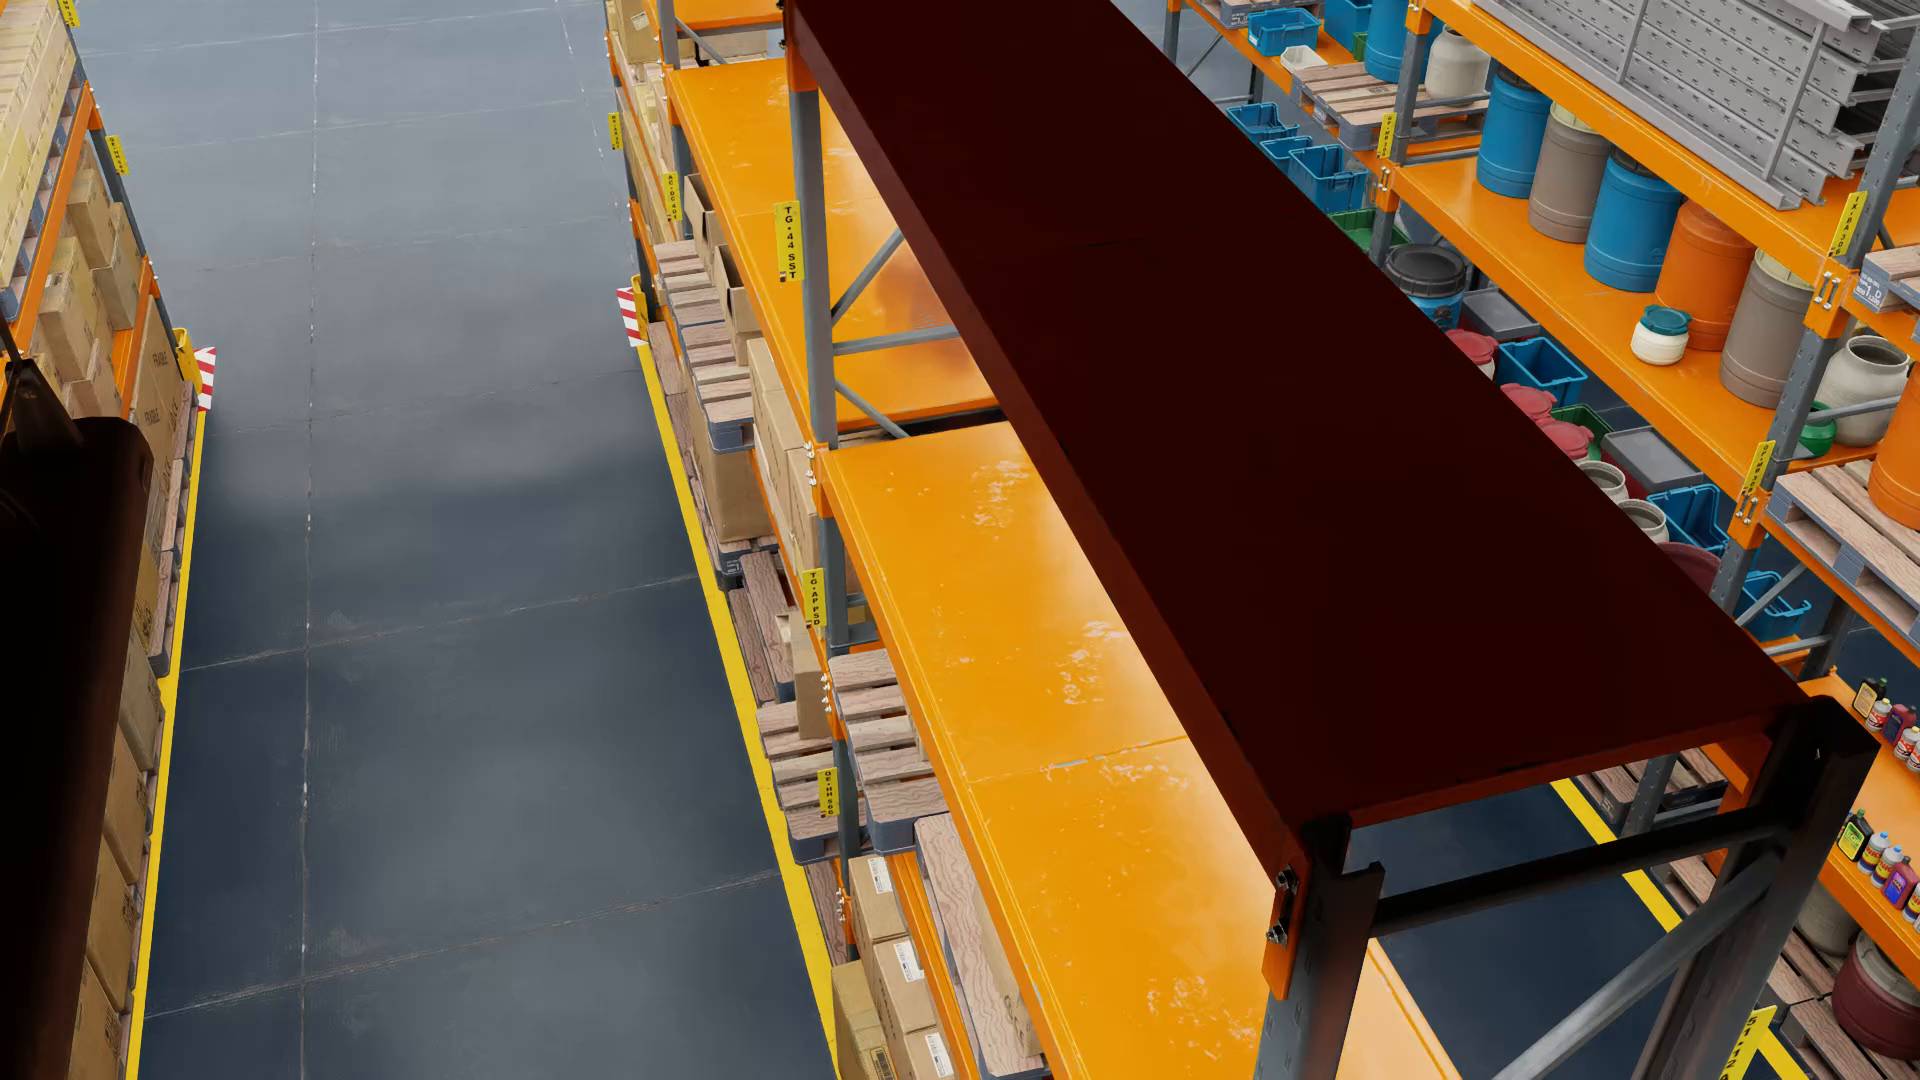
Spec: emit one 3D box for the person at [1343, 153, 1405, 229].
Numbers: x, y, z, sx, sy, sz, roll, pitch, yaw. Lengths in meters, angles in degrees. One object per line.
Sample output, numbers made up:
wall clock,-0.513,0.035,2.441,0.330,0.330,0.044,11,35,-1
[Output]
person,3.987,-3.702,16.135,0.880,1.690,0.599,26,45,29
